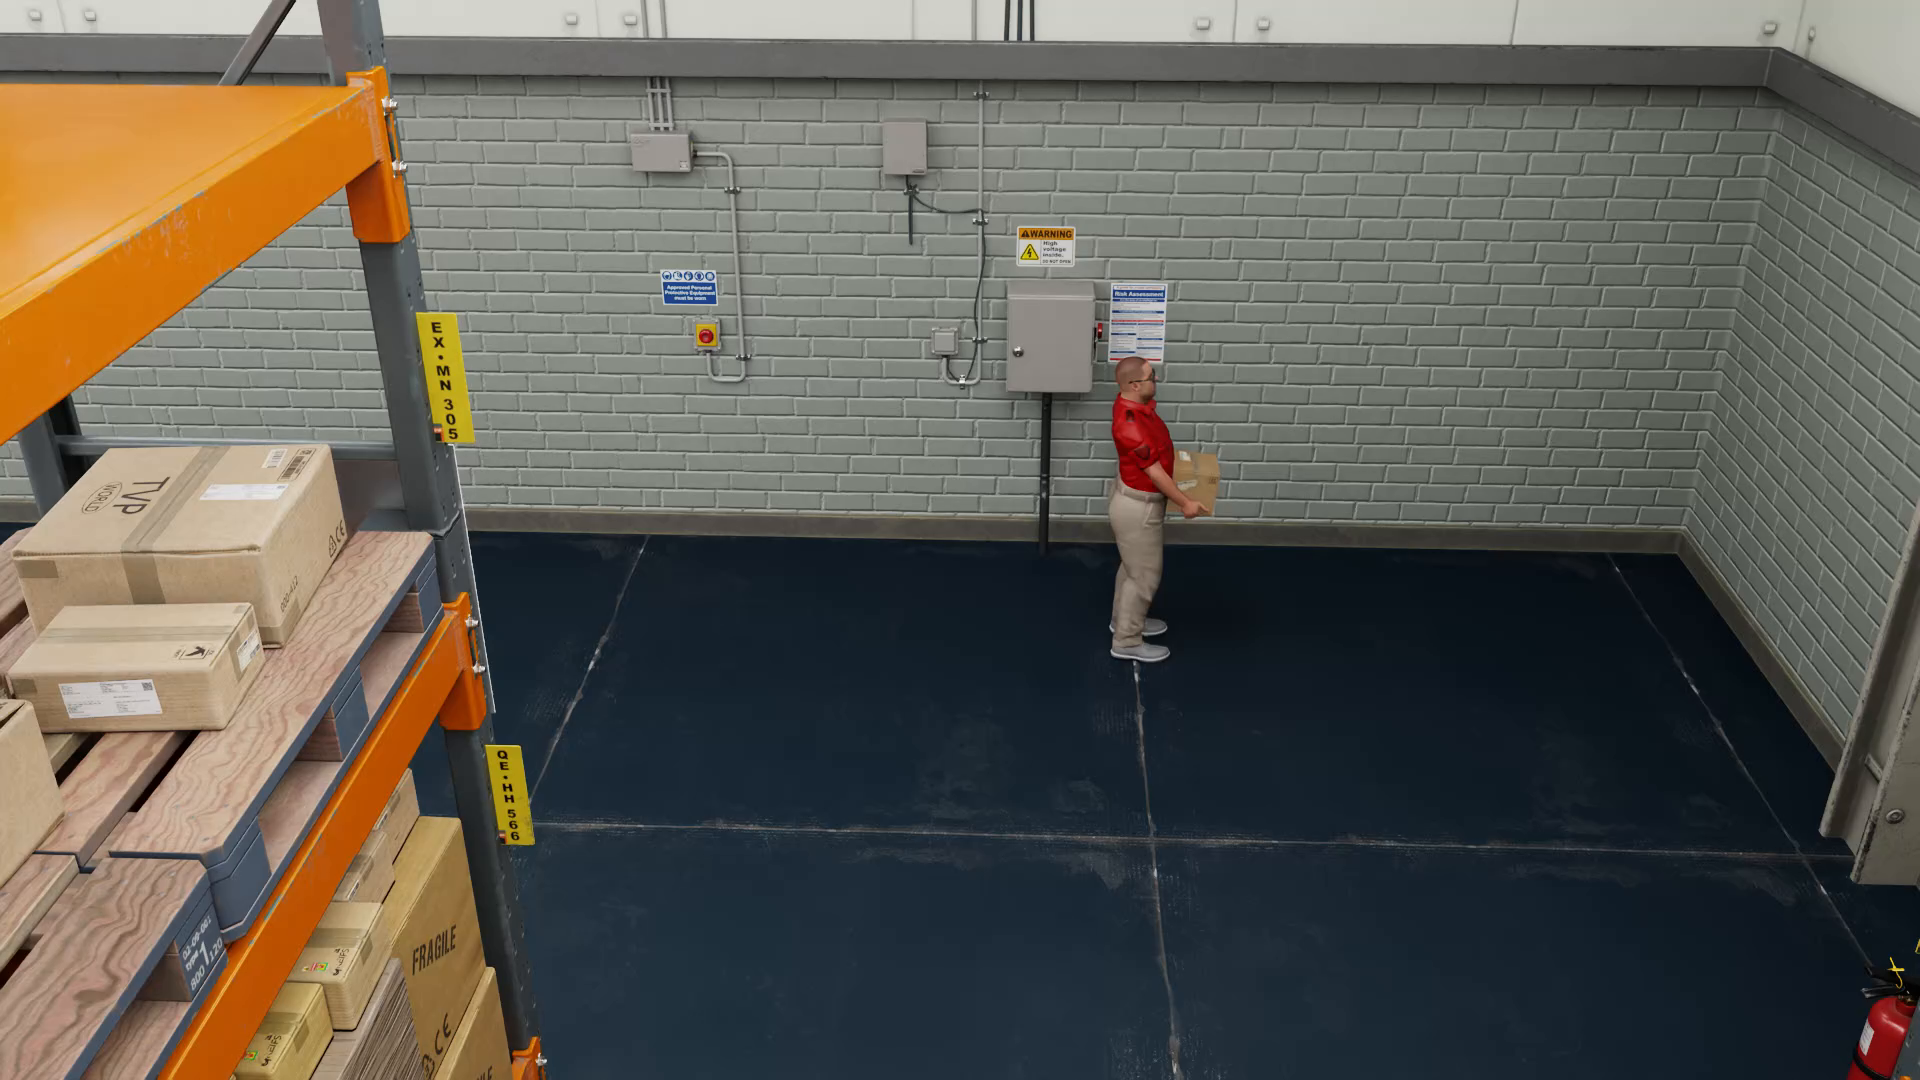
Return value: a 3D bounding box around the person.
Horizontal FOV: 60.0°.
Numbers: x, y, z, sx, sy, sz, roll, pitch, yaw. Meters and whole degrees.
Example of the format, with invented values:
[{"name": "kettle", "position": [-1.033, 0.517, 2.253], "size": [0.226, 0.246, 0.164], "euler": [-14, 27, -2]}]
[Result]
[{"name": "person", "position": [1.062, -0.180, 8.994], "size": [0.531, 1.713, 0.494], "euler": [1, 28, 3]}]
